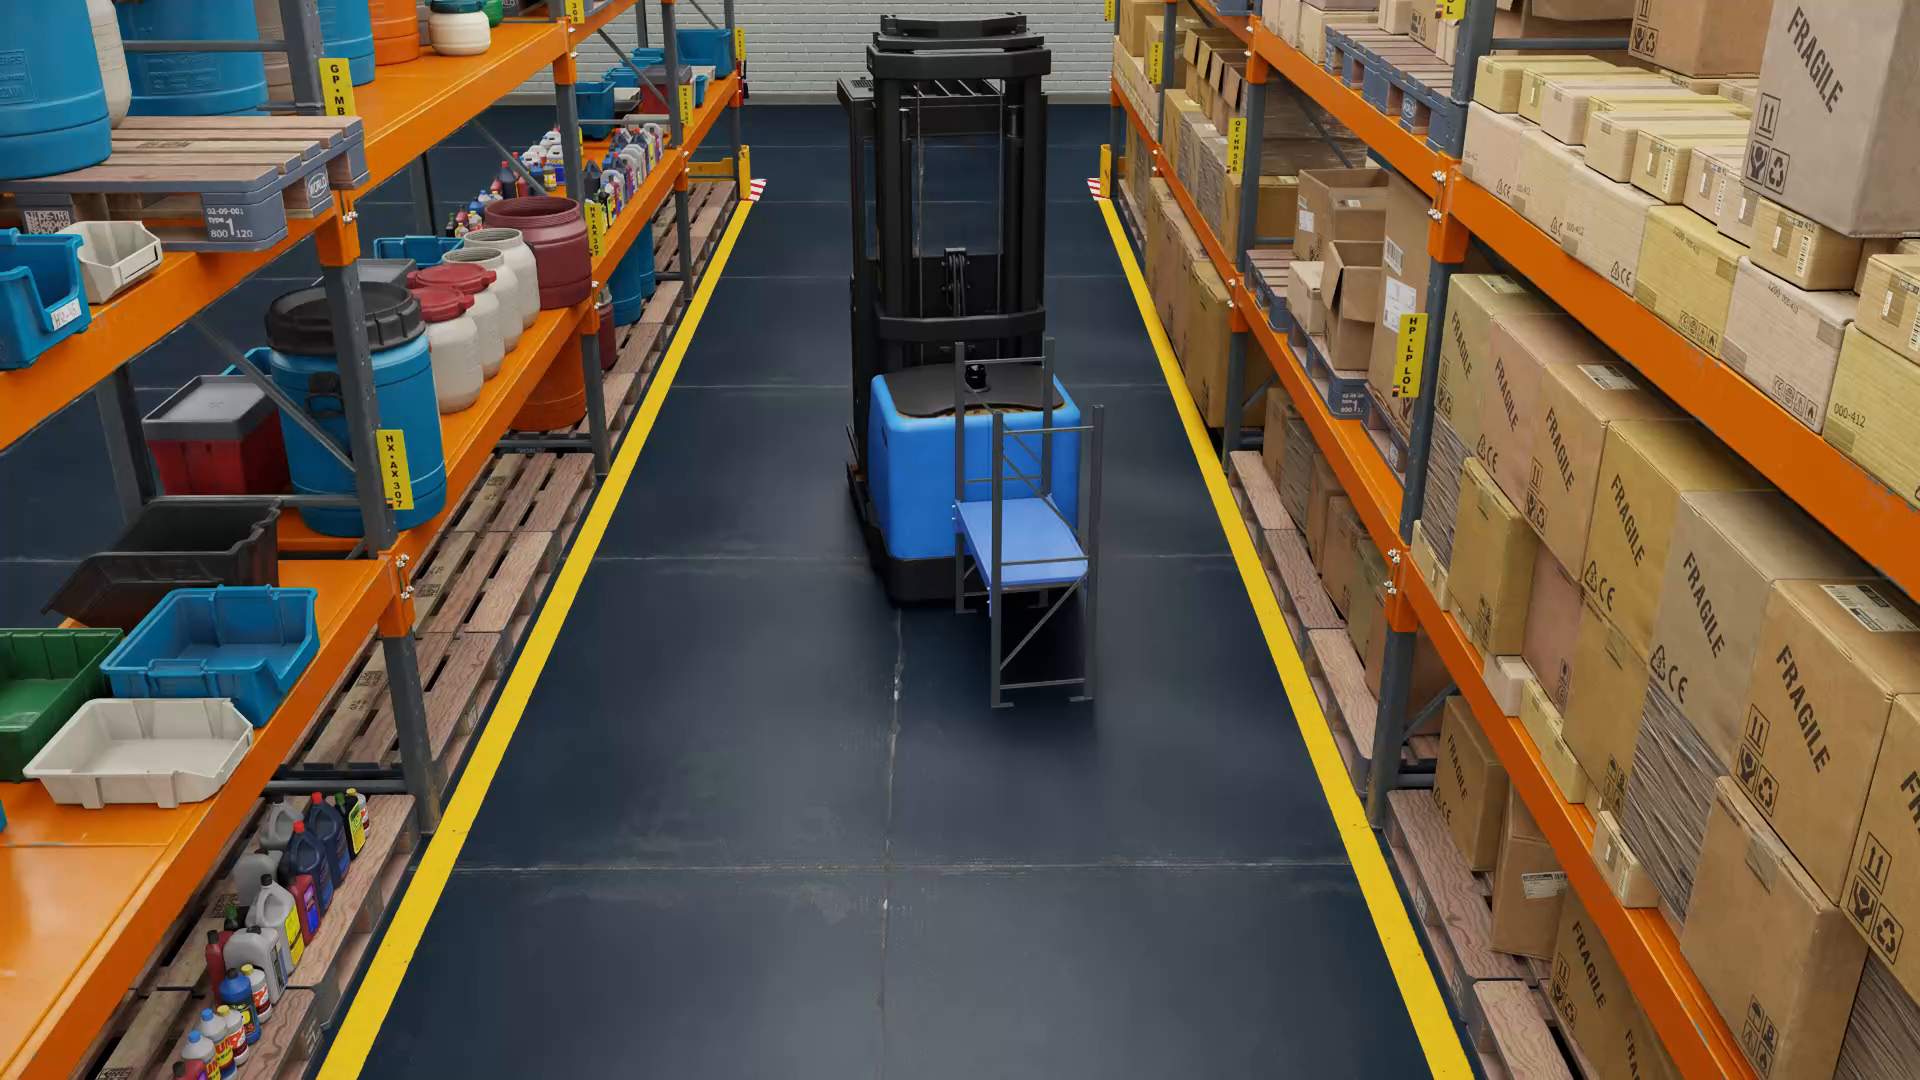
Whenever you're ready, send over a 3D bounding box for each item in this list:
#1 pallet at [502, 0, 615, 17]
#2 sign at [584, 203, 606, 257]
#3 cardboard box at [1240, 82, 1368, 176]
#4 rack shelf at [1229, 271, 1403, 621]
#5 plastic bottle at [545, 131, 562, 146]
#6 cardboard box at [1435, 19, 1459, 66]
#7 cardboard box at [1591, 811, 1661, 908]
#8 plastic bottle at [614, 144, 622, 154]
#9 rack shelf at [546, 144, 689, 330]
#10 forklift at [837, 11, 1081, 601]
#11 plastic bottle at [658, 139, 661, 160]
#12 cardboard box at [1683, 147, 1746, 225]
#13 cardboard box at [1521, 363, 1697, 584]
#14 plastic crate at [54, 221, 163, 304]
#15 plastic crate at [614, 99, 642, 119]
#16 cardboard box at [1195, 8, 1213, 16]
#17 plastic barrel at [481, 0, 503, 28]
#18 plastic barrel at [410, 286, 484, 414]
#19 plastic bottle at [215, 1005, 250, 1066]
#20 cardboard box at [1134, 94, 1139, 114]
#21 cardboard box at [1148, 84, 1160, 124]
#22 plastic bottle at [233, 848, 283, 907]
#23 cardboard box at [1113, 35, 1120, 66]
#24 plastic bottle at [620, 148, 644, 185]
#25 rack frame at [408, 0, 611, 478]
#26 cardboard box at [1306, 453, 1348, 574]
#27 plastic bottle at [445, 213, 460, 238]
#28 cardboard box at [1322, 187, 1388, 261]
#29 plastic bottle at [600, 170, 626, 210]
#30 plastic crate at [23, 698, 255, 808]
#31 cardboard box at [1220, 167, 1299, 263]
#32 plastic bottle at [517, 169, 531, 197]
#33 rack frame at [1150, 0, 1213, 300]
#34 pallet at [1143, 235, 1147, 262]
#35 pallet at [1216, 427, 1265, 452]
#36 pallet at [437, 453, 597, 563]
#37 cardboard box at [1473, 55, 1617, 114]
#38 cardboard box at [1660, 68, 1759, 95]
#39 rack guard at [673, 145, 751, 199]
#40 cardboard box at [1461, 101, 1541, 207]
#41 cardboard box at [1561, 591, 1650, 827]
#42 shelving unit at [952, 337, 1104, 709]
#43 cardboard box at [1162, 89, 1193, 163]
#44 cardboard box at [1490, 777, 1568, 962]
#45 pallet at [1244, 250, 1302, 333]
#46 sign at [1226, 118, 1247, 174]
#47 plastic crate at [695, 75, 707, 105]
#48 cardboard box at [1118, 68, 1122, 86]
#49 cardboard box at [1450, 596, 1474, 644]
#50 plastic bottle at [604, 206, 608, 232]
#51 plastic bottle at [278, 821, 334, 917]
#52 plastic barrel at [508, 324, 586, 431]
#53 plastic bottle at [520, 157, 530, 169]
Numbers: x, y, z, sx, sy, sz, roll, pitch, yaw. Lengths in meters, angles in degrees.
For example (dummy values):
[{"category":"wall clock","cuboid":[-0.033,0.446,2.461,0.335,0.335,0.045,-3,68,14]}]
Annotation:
[{"category":"pallet","cuboid":[-2.667,-3.388,10.191,1.003,0.211,1.213,0,24,-1]},{"category":"sign","cuboid":[-2.207,-1.872,10.050,0.100,0.325,0.005,0,24,-1]},{"category":"cardboard box","cuboid":[2.204,-2.618,10.560,0.797,0.503,0.637,1,24,1]},{"category":"rack shelf","cuboid":[2.218,-0.662,8.447,1.077,0.370,4.000,0,24,-1]},{"category":"plastic bottle","cuboid":[-3.172,-3.040,12.983,0.152,0.276,0.135,0,24,-1]},{"category":"cardboard box","cuboid":[2.129,-2.050,6.655,0.396,0.266,0.258,1,24,1]},{"category":"cardboard box","cuboid":[1.952,0.863,4.508,0.380,0.149,0.250,0,24,-1]},{"category":"plastic bottle","cuboid":[-2.588,-2.854,12.577,0.097,0.271,0.097,0,24,0]},{"category":"rack shelf","cuboid":[-2.779,-2.288,12.043,1.077,0.370,4.000,0,24,-1]},{"category":"forklift","cuboid":[-0.105,-1.590,9.710,1.130,2.935,3.031,-4,25,-9]},{"category":"plastic bottle","cuboid":[-2.444,-3.141,13.296,0.097,0.201,0.097,0,24,0]},{"category":"cardboard box","cuboid":[2.024,-0.868,4.086,0.380,0.149,0.250,0,24,1]},{"category":"cardboard box","cuboid":[2.002,-0.204,4.865,0.500,0.500,0.500,0,24,-1]},{"category":"plastic crate","cuboid":[-2.291,-0.731,4.406,0.243,0.136,0.396,0,24,-1]},{"category":"plastic crate","cuboid":[-3.081,-3.802,14.778,0.437,0.125,0.590,0,24,-1]},{"category":"cardboard box","cuboid":[2.395,-4.487,14.942,0.500,0.500,0.500,-1,24,-2]},{"category":"plastic barrel","cuboid":[-2.703,-2.986,9.262,0.294,0.245,0.294,0,24,0]},{"category":"plastic barrel","cuboid":[-2.512,-0.903,7.942,0.433,0.535,0.433,0,24,0]},{"category":"plastic bottle","cuboid":[-2.384,1.607,5.418,0.097,0.201,0.097,0,24,0]},{"category":"cardboard box","cuboid":[1.807,-4.002,15.263,0.380,0.149,0.250,-1,24,-1]},{"category":"cardboard box","cuboid":[1.885,-3.710,14.135,0.500,0.250,0.500,-1,24,-2]},{"category":"plastic bottle","cuboid":[-2.564,1.251,6.115,0.152,0.276,0.135,0,24,-1]},{"category":"cardboard box","cuboid":[1.844,-4.979,16.940,0.500,0.250,0.500,-1,24,-2]},{"category":"plastic bottle","cuboid":[-2.462,-2.809,12.471,0.152,0.276,0.135,0,24,-1]},{"category":"rack frame","cuboid":[-2.757,-1.792,10.072,1.000,3.000,0.127,0,24,-1]},{"category":"cardboard box","cuboid":[2.255,-0.138,8.914,0.700,0.500,0.500,2,24,4]},{"category":"plastic bottle","cuboid":[-3.188,-1.904,10.460,0.061,0.283,0.133,0,24,-1]},{"category":"cardboard box","cuboid":[2.348,-1.599,9.015,0.700,0.500,0.500,3,25,7]},{"category":"plastic bottle","cuboid":[-2.453,-2.487,11.759,0.152,0.276,0.135,0,24,-1]},{"category":"plastic crate","cuboid":[-2.442,0.644,5.005,0.530,0.136,0.437,0,24,-1]},{"category":"cardboard box","cuboid":[1.943,-2.062,10.548,0.500,0.500,0.500,0,24,1]},{"category":"plastic bottle","cuboid":[-3.058,-2.451,11.672,0.061,0.283,0.133,0,24,-1]},{"category":"rack frame","cuboid":[2.152,-3.462,13.766,1.000,3.000,0.127,0,24,-1]},{"category":"pallet","cuboid":[2.222,-2.506,15.034,1.003,0.211,1.213,0,24,-1]},{"category":"pallet","cuboid":[2.263,-0.869,11.415,1.003,0.211,1.213,0,24,-1]},{"category":"pallet","cuboid":[-2.787,-0.202,9.941,1.003,0.211,1.213,0,24,-1]},{"category":"cardboard box","cuboid":[1.935,-1.511,5.508,0.380,0.149,0.250,-1,24,-2]},{"category":"cardboard box","cuboid":[2.444,-1.403,5.270,0.380,0.149,0.250,0,24,0]},{"category":"rack guard","cuboid":[-2.857,-3.959,17.898,1.175,0.500,0.348,0,24,-1]},{"category":"cardboard box","cuboid":[1.988,-1.278,5.477,0.500,0.250,0.500,-1,24,-3]},{"category":"cardboard box","cuboid":[2.223,0.457,4.618,0.875,0.500,0.500,0,24,-1]},{"category":"shelving unit","cuboid":[0.309,-0.106,8.164,0.538,1.500,1.048,-4,25,-9]},{"category":"cardboard box","cuboid":[1.907,-3.317,13.324,0.500,0.500,0.500,0,24,0]},{"category":"cardboard box","cuboid":[2.218,1.183,6.019,0.500,0.500,0.500,8,25,16]},{"category":"pallet","cuboid":[2.310,-1.434,9.513,1.213,0.211,1.003,0,24,-1]},{"category":"sign","cuboid":[1.641,-2.338,9.874,0.100,0.325,0.005,0,24,-1]},{"category":"plastic crate","cuboid":[-2.565,-4.194,15.514,0.416,0.233,0.300,0,24,-1]},{"category":"cardboard box","cuboid":[1.790,-4.637,16.668,0.380,0.149,0.250,-1,24,-2]},{"category":"cardboard box","cuboid":[1.961,0.244,5.874,0.380,0.149,0.250,0,24,-1]},{"category":"plastic bottle","cuboid":[-2.419,-2.175,11.160,0.097,0.201,0.097,0,24,0]},{"category":"plastic bottle","cuboid":[-2.416,1.206,6.124,0.144,0.351,0.185,-1,24,-3]},{"category":"plastic barrel","cuboid":[-2.779,-1.196,10.878,0.600,0.830,0.708,0,24,-1]},{"category":"plastic bottle","cuboid":[-3.190,-2.664,12.157,0.097,0.271,0.097,0,24,0]}]
